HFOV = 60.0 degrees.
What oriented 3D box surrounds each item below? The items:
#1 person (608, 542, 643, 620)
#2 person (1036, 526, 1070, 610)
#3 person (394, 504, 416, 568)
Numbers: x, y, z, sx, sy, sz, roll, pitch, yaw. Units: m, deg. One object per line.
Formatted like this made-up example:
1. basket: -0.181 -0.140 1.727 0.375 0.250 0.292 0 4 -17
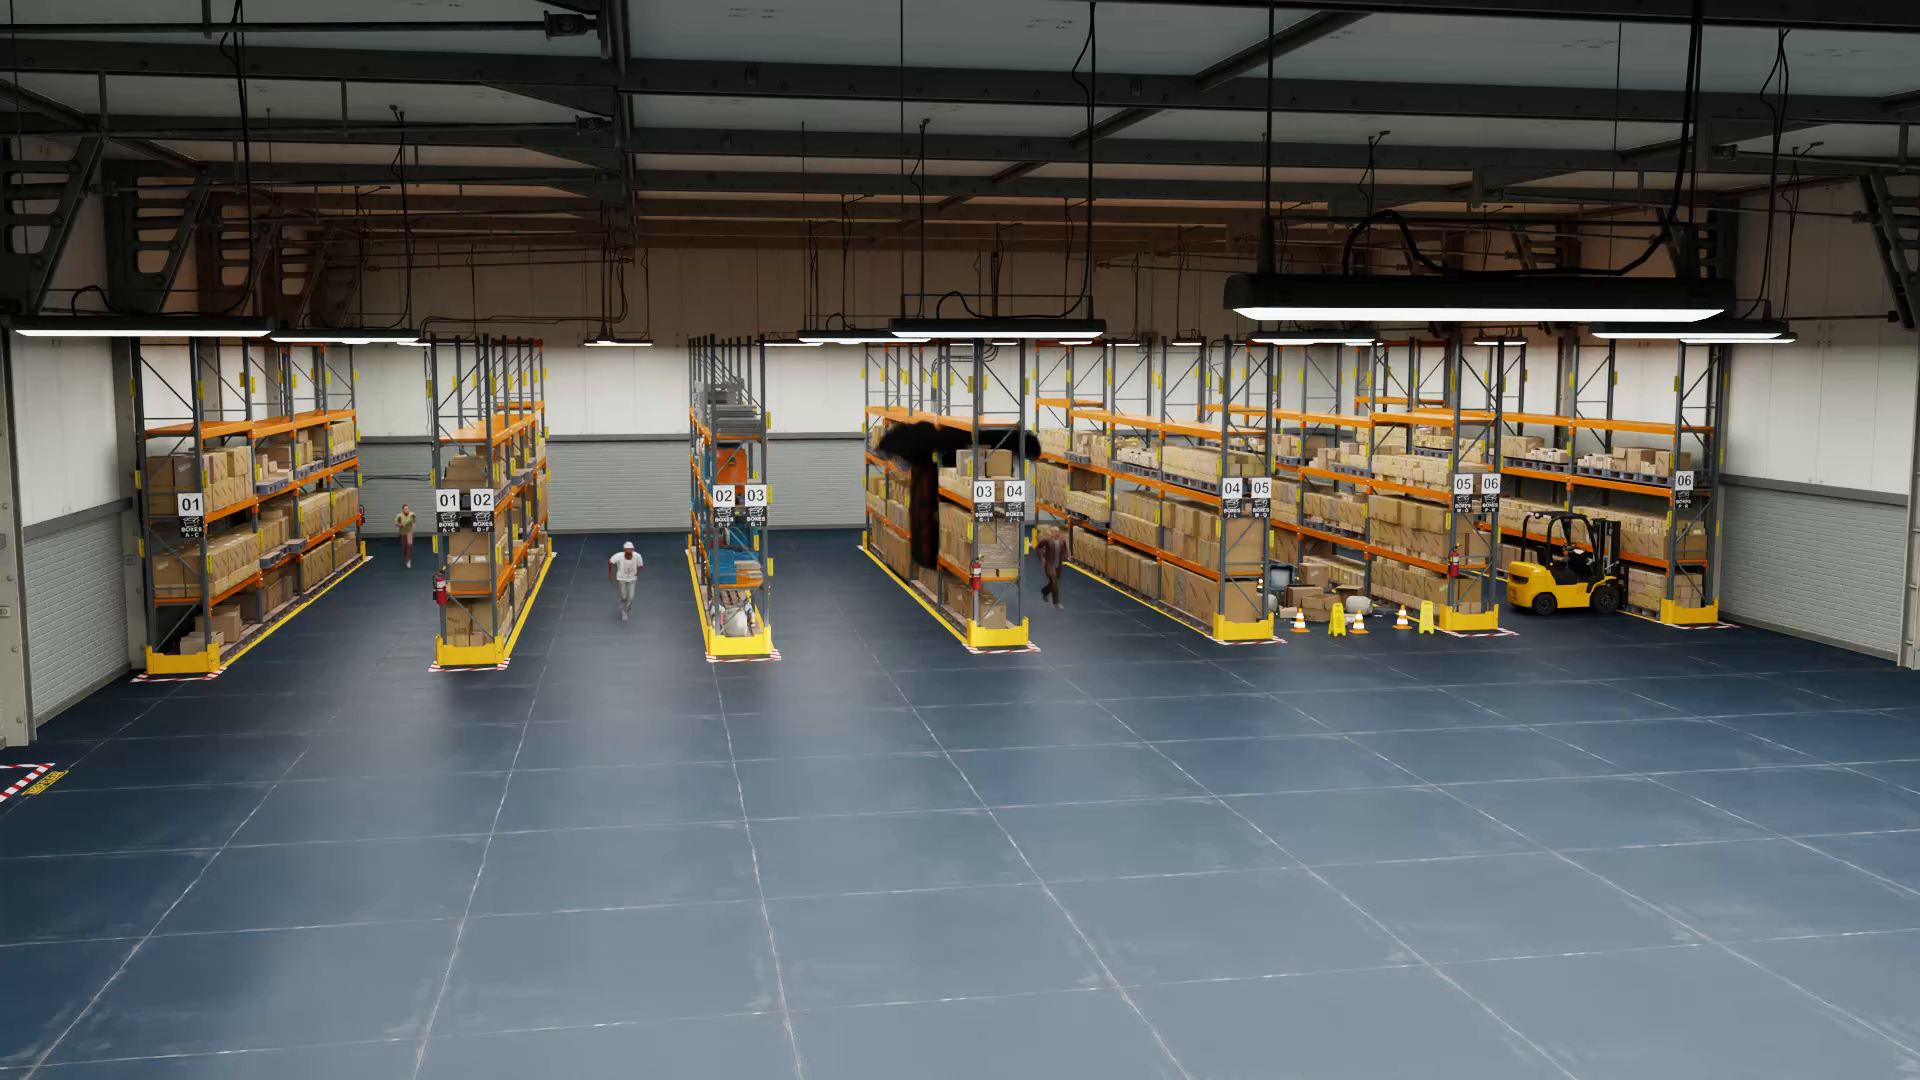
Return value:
1. person: -7.065 0.869 35.225 0.703 1.685 0.731 -3 7 -24
2. person: 2.002 0.577 36.093 0.668 1.780 1.046 -4 7 -29
3. person: -14.682 -0.151 44.044 0.571 1.626 0.999 -2 7 -18
